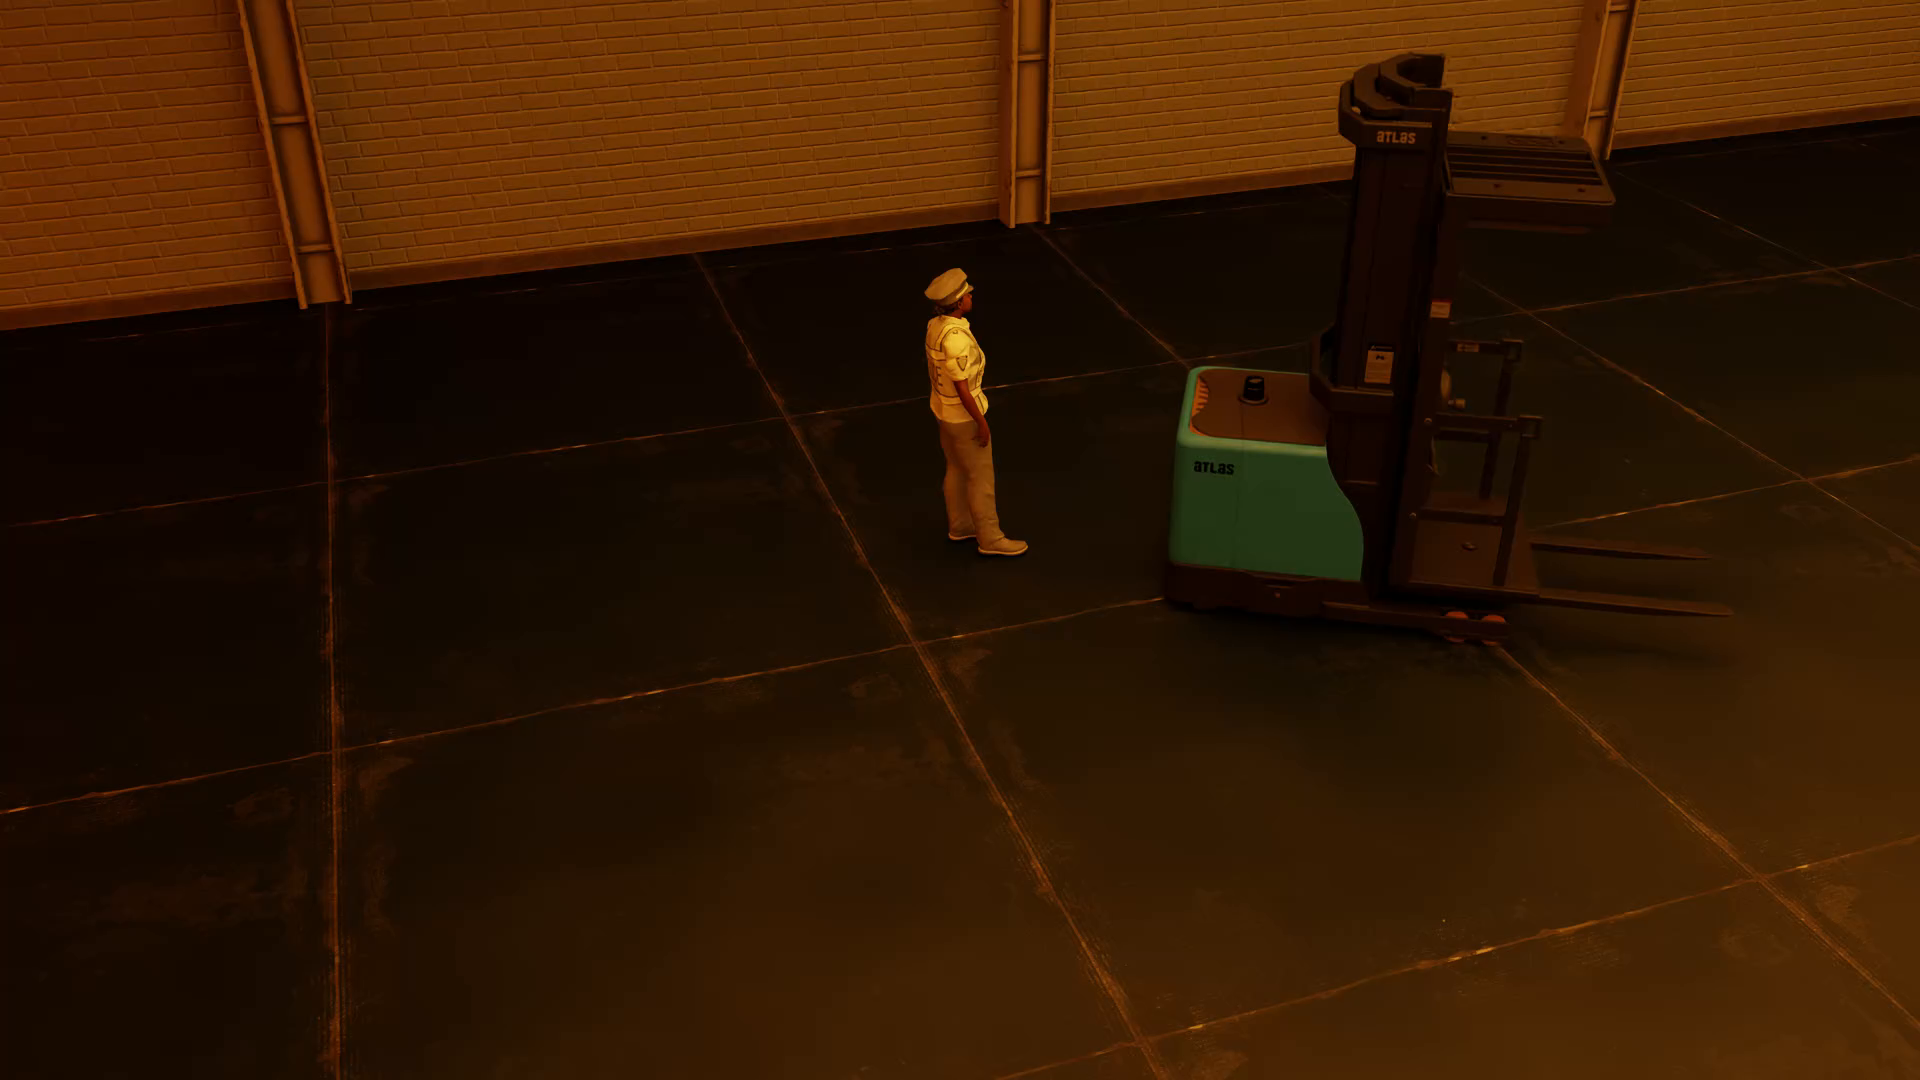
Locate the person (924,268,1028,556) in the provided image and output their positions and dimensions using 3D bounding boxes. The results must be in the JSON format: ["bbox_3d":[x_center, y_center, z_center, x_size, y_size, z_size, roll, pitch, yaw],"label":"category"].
[{"bbox_3d":[0.077,-0.744,9.604,0.528,1.697,0.570,-10,31,-16],"label":"person"}]

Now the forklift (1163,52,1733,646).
[{"bbox_3d":[2.711,-0.985,8.799,3.031,2.935,1.130,6,30,10],"label":"forklift"}]
